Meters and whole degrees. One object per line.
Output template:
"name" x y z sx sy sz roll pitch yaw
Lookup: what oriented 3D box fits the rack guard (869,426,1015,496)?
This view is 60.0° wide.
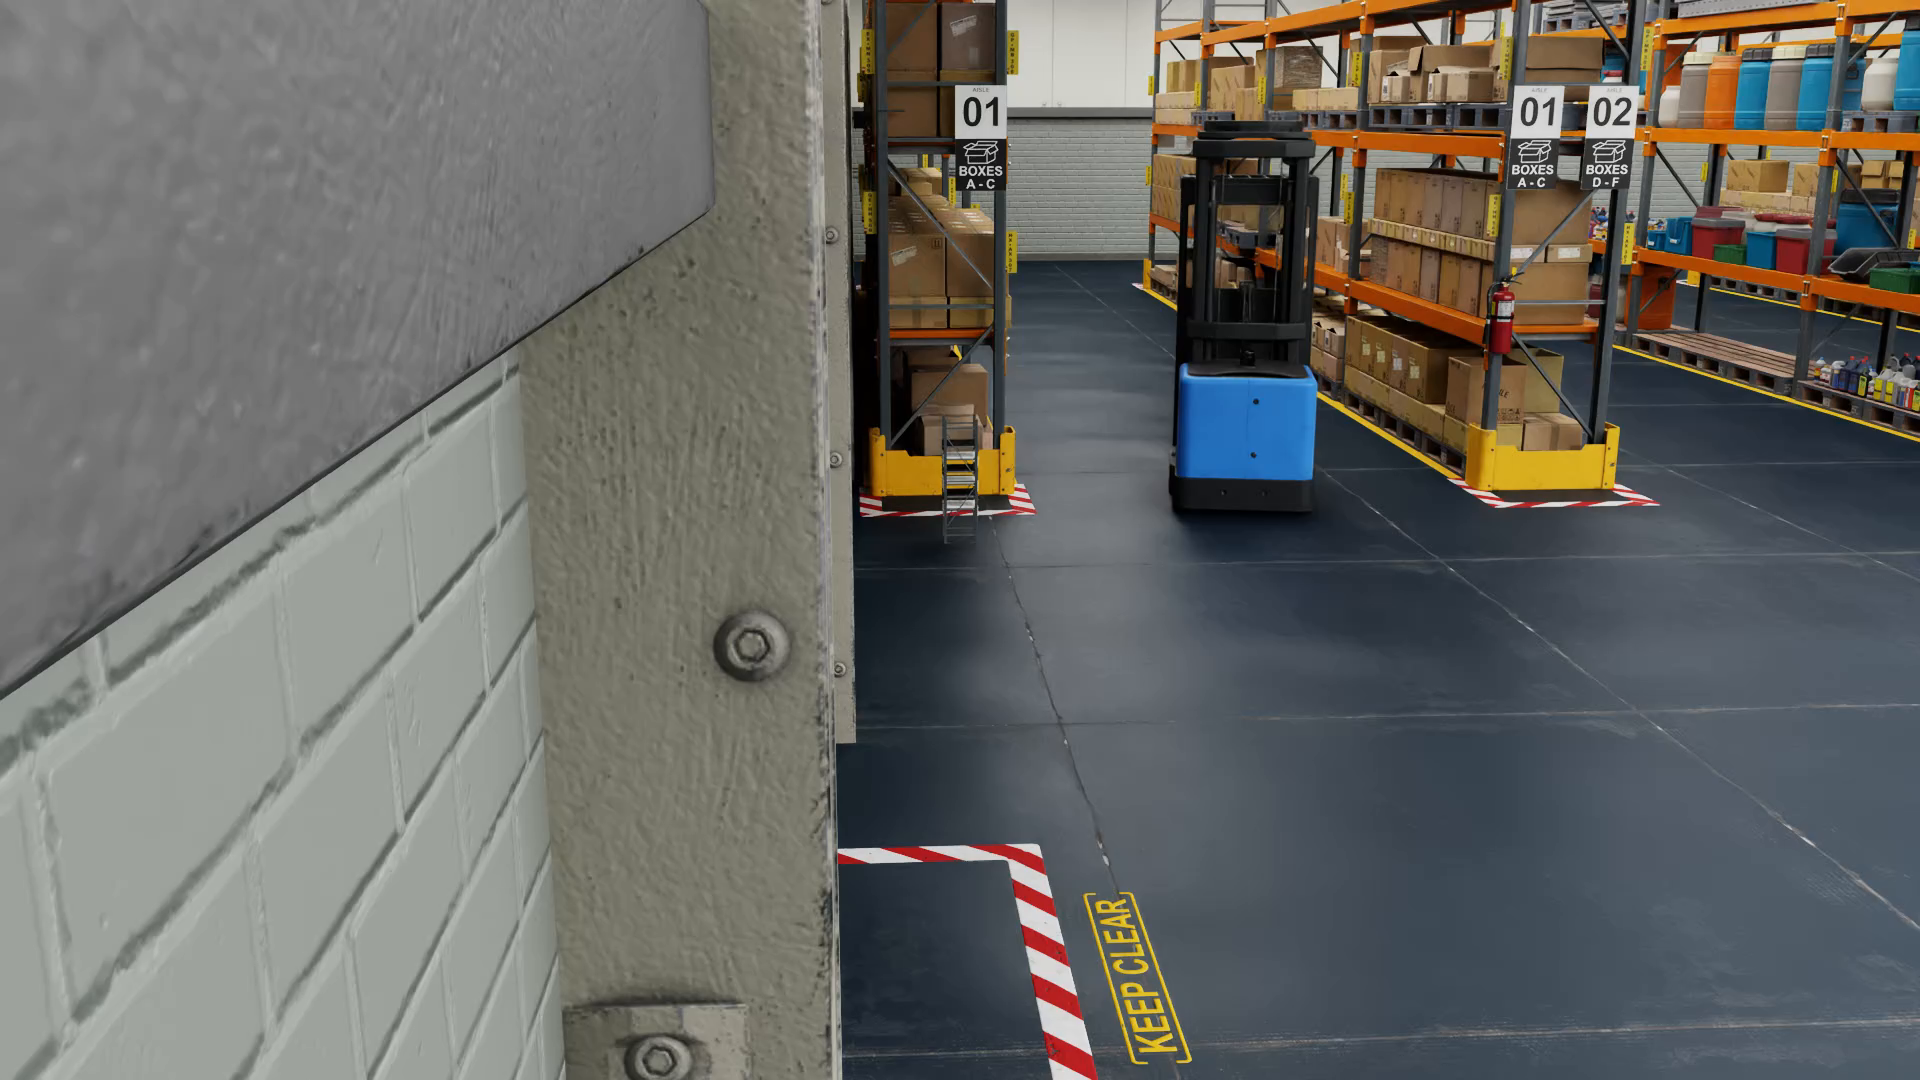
"rack guard" -0.148 -0.644 13.528 1.175 0.500 0.348 -1 14 -3

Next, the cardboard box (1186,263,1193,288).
"cardboard box" 3.739 -4.038 25.833 0.500 0.500 0.500 -1 14 -3

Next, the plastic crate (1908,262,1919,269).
"plastic crate" 9.836 -2.641 16.569 0.499 0.251 0.616 -1 14 -3

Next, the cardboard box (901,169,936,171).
"cardboard box" -0.581 -5.146 23.665 0.500 0.250 0.500 -1 14 -2

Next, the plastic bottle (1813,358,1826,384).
"plastic bottle" 9.079 -1.790 17.554 0.097 0.271 0.097 0 14 0

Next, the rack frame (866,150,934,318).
"rack frame" -0.887 -4.820 24.742 1.000 3.000 0.127 -1 14 -3

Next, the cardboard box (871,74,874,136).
"cardboard box" -0.475 -3.569 13.616 0.500 0.500 0.500 -1 14 -3

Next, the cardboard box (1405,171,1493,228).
"cardboard box" 4.649 -3.225 15.735 0.700 0.500 0.500 -1 14 -3

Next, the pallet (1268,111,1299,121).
"pallet" 4.436 -5.097 20.175 1.213 0.211 1.003 0 14 -1

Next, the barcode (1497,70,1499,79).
"barcode" 4.300 -3.715 13.260 0.001 0.075 0.075 -1 14 -3

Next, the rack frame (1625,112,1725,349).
"rack frame" 9.249 -3.979 21.470 1.000 3.000 0.127 -1 14 -3

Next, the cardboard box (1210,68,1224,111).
"cardboard box" 4.015 -6.524 24.100 0.600 0.600 0.600 -2 15 -9

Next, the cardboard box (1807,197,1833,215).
"cardboard box" 13.655 -5.227 26.026 0.500 0.250 0.500 -1 14 -4

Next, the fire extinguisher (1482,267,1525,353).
"fire extinguisher" 4.344 -1.839 13.311 0.296 0.674 0.183 -1 14 -3

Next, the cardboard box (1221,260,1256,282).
"cardboard box" 3.937 -3.766 23.272 0.500 0.250 0.500 -1 14 -4

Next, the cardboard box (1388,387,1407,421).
"cardboard box" 4.367 -1.287 15.684 0.500 0.250 0.500 -1 14 -3

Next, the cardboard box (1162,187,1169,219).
"cardboard box" 3.639 -5.574 27.468 0.500 0.500 0.500 -1 14 -4

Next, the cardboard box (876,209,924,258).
"cardboard box" -0.571 -3.011 16.465 0.500 0.500 0.500 -1 14 -5

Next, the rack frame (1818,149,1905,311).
"rack frame" 13.945 -5.050 25.633 1.000 3.000 0.127 -1 14 -3

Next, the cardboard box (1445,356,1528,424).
"cardboard box" 4.470 -1.277 14.141 0.500 0.500 0.500 -1 14 -3

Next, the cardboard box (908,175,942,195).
"cardboard box" -0.412 -4.515 21.212 0.500 0.250 0.500 -1 14 -2

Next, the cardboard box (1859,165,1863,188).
"cardboard box" 14.170 -5.608 26.000 0.500 0.500 0.500 -1 14 -3

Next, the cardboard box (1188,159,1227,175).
"cardboard box" 3.767 -5.552 25.379 0.500 0.500 0.500 -1 14 -3

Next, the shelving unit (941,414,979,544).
"shelving unit" 0.000 -0.438 11.922 0.258 0.900 0.210 -1 14 -3

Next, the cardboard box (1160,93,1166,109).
"cardboard box" 3.605 -7.259 27.496 0.500 0.250 0.500 -1 14 -3

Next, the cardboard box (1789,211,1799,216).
"cardboard box" 13.551 -5.191 26.685 0.380 0.149 0.250 -1 14 -2

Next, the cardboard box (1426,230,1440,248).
"cardboard box" 4.488 -2.754 15.207 0.380 0.149 0.250 -1 14 -4

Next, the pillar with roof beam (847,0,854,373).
"pillar with roof beam" 2.875 -6.461 19.078 9.100 9.000 0.400 -1 14 -3

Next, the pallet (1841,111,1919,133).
"pallet" 9.639 -4.167 16.562 1.213 0.211 1.003 -1 14 -3

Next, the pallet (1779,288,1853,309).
"pallet" 13.975 -3.890 26.721 1.003 0.211 1.213 -1 14 -3

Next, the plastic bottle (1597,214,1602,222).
"plastic bottle" 9.279 -4.595 24.125 0.097 0.271 0.097 0 14 0

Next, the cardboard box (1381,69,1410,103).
"cardboard box" 4.354 -4.325 15.853 0.500 0.311 0.500 -2 15 -7

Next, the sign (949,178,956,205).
"sign" -0.098 -4.359 20.783 0.100 0.325 0.005 -1 14 -3

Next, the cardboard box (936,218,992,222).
"cardboard box" 0.037 -2.640 15.021 0.500 0.500 0.500 0 14 -2

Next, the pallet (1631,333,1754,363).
"pallet" 9.258 -2.435 21.066 1.003 0.211 1.213 -1 14 -3

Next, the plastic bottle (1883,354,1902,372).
"plastic bottle" 9.680 -1.756 17.265 0.144 0.351 0.185 -1 14 -3

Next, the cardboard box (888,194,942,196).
"cardboard box" -0.600 -3.970 20.354 0.700 0.500 0.500 -3 15 -10

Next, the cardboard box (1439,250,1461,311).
"cardboard box" 4.722 -2.332 14.871 0.700 0.500 0.500 -1 14 -3

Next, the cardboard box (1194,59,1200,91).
"cardboard box" 4.062 -7.254 25.974 0.700 0.500 0.500 -1 14 -3

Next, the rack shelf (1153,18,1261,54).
"rack shelf" 3.933 -7.951 26.318 1.077 0.370 4.000 -1 14 -3

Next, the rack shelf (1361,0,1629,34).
"rack shelf" 4.677 -4.774 14.769 1.077 0.370 4.000 -1 14 -3

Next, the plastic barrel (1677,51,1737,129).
"plastic barrel" 9.083 -5.466 20.227 0.600 0.901 0.600 0 14 0

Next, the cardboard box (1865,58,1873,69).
"cardboard box" 13.893 -7.400 25.998 0.500 0.250 0.500 -2 15 -7

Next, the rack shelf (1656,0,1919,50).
"rack shelf" 9.373 -5.844 18.929 1.077 0.370 4.000 -1 14 -3

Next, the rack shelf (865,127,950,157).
"rack shelf" -0.515 -4.433 18.658 1.077 0.370 4.000 -1 14 -3

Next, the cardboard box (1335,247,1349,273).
"cardboard box" 4.315 -3.059 18.165 0.396 0.266 0.258 -1 14 -5

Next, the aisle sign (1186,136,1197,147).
"aisle sign" 4.111 -7.173 28.669 0.394 0.787 0.004 -1 14 -3

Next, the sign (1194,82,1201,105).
"sign" 3.516 -6.591 24.564 0.100 0.325 0.005 -1 14 -3

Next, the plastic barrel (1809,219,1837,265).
"plastic barrel" 9.656 -3.291 18.524 0.433 0.535 0.433 0 14 0

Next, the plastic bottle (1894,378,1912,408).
"plastic bottle" 9.196 -1.431 16.150 0.152 0.276 0.135 -1 14 -5

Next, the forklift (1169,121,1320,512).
"forklift" 2.336 -1.948 13.717 1.130 2.935 3.031 2 15 7

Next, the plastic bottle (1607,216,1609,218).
"plastic bottle" 9.410 -4.571 24.019 0.152 0.276 0.135 -1 14 -3

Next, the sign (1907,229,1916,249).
"sign" 10.046 -3.124 17.591 0.100 0.325 0.005 -1 14 -3

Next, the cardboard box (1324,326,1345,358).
"cardboard box" 4.241 -2.148 17.905 0.500 0.311 0.500 -1 14 -3
